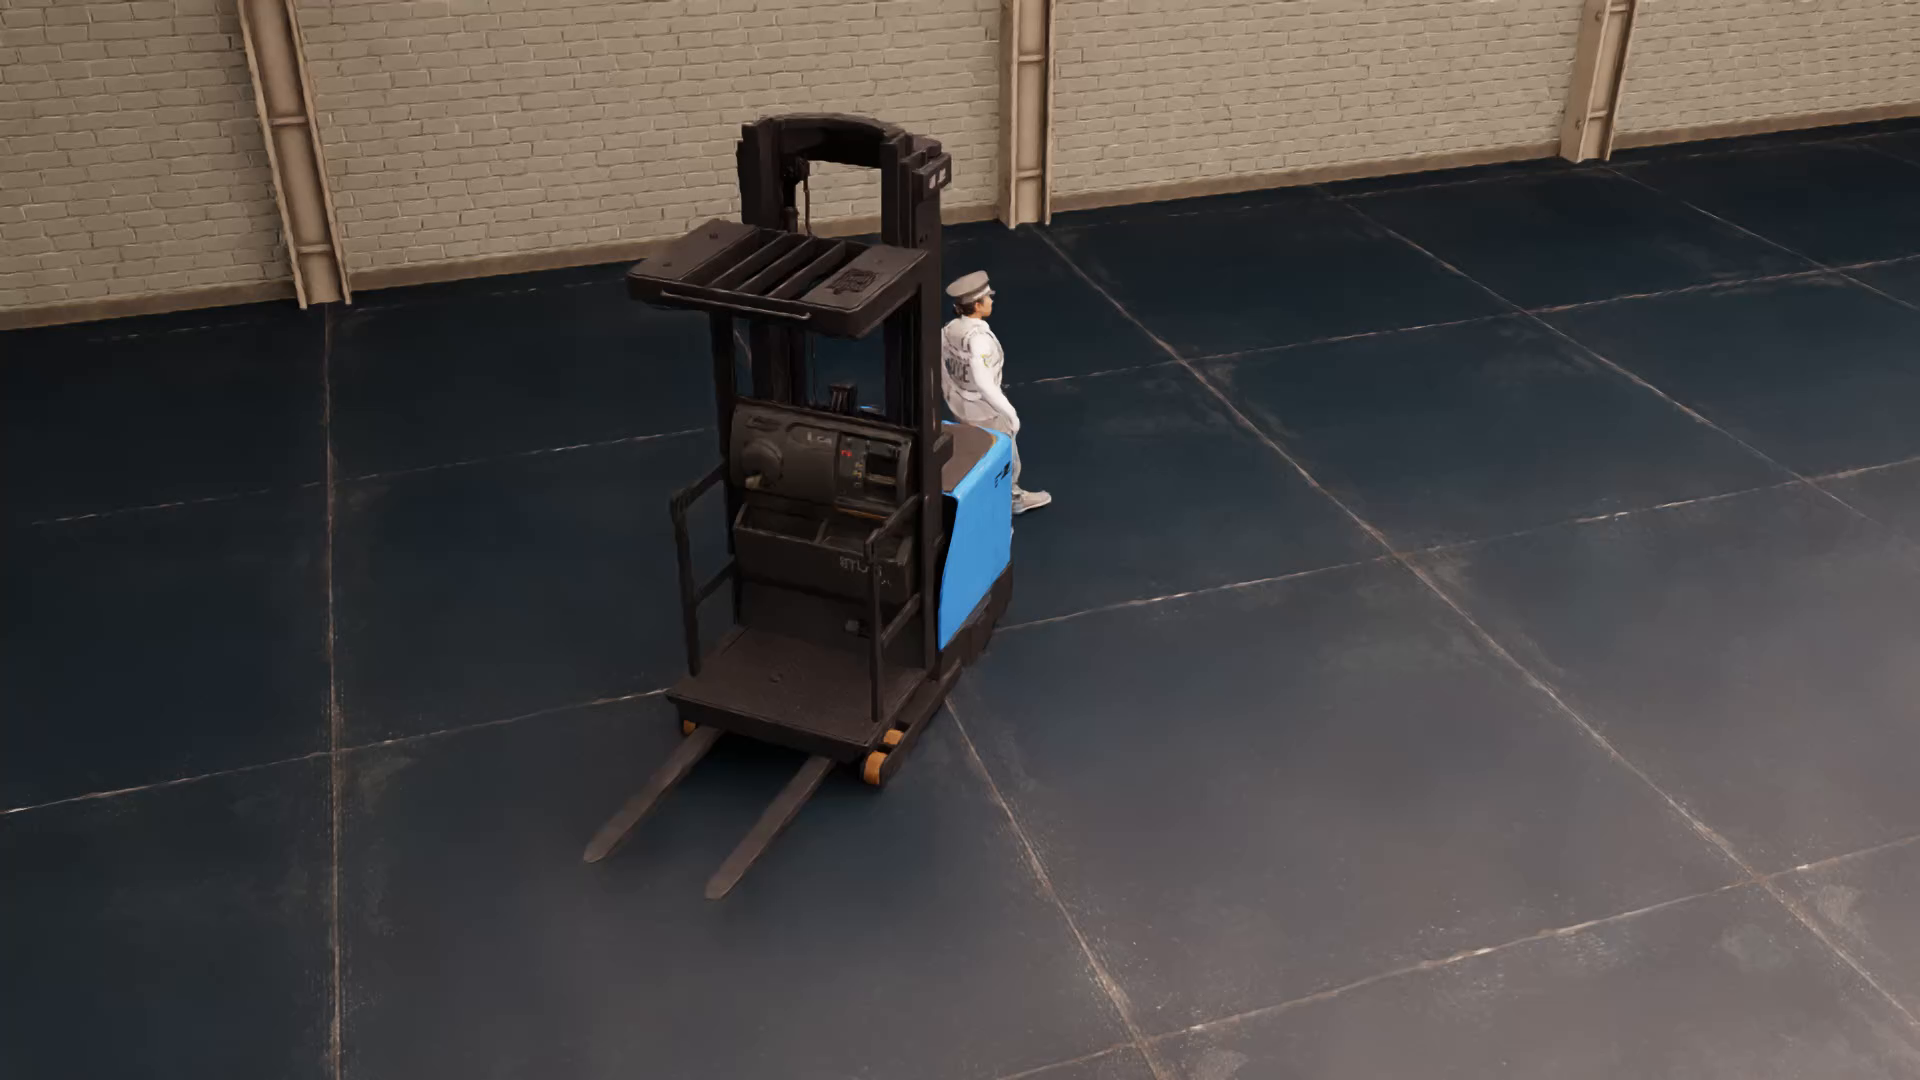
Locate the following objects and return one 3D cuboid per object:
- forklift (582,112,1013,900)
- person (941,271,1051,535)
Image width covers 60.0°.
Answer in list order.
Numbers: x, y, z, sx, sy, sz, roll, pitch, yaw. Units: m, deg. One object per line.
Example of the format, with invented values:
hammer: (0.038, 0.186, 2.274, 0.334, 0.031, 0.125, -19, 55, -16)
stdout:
forklift: (-0.743, -0.332, 7.664, 1.130, 2.935, 3.031, 12, 32, 20)
person: (0.267, -0.809, 9.800, 0.754, 1.636, 0.754, -14, 33, -22)
